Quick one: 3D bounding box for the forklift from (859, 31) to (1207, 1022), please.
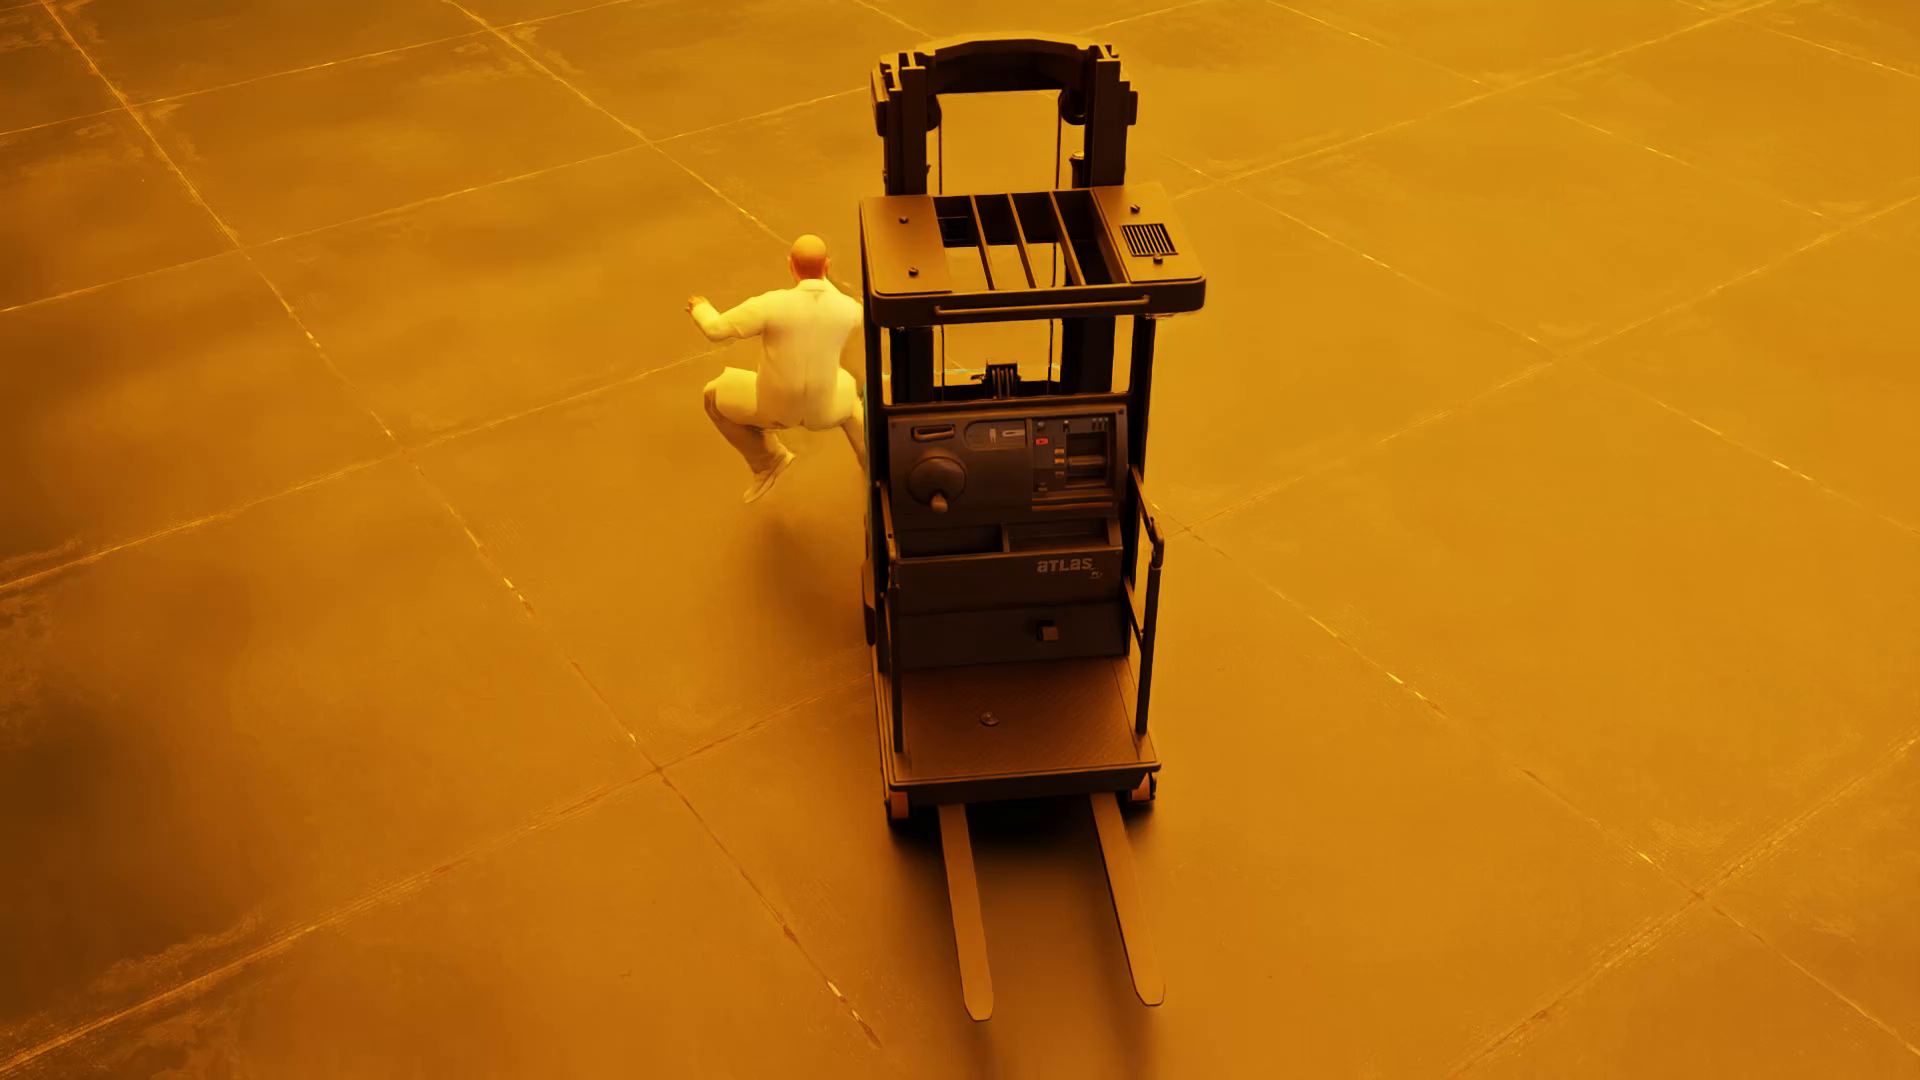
[{"bbox_3d":[0.214,-0.244,6.275,1.130,2.935,3.031,-4,37,-5],"label":"forklift"}]

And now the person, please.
[{"bbox_3d":[-0.833,-0.873,8.319,0.957,1.507,0.820,-11,38,-15],"label":"person"}]
